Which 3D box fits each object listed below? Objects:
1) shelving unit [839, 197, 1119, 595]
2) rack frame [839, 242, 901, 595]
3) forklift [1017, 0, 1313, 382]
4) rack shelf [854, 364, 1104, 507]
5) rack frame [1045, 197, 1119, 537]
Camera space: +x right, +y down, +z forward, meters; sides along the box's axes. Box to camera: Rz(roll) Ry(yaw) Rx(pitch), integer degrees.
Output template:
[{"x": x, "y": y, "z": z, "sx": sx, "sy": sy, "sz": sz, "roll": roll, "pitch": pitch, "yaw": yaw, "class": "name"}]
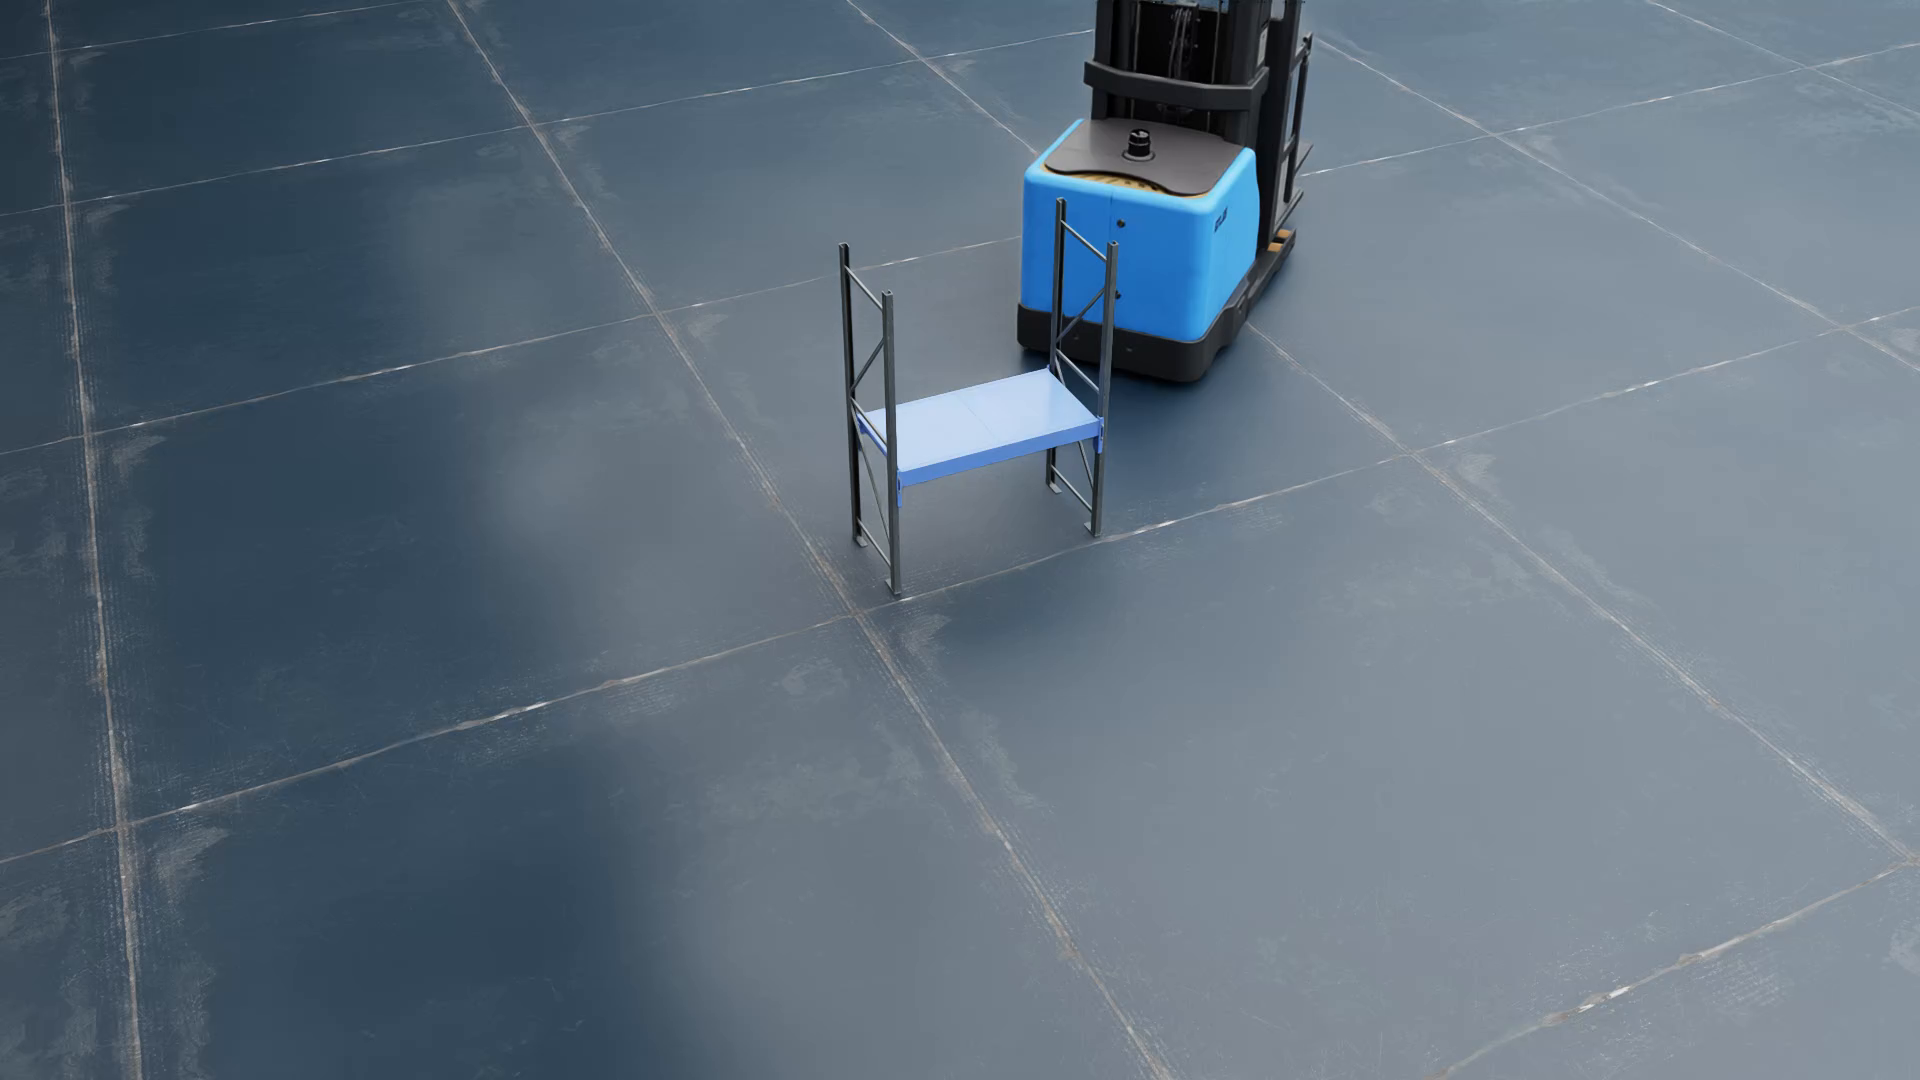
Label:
[{"x": 0.077, "y": -0.624, "z": 7.332, "sx": 1.048, "sy": 1.500, "sz": 0.538, "roll": -16, "pitch": 39, "yaw": -20, "class": "shelving unit"}, {"x": -0.383, "y": -0.495, "z": 7.159, "sx": 0.032, "sy": 1.500, "sz": 0.500, "roll": -16, "pitch": 39, "yaw": -20, "class": "rack frame"}, {"x": 1.381, "y": -2.878, "z": 9.170, "sx": 1.130, "sy": 2.935, "sz": 3.031, "roll": 15, "pitch": 39, "yaw": 19, "class": "forklift"}, {"x": 0.077, "y": -0.480, "z": 7.439, "sx": 1.000, "sy": 0.185, "sz": 0.538, "roll": -16, "pitch": 39, "yaw": -20, "class": "rack shelf"}, {"x": 0.537, "y": -0.753, "z": 7.506, "sx": 0.032, "sy": 1.500, "sz": 0.500, "roll": -16, "pitch": 39, "yaw": -20, "class": "rack frame"}]
